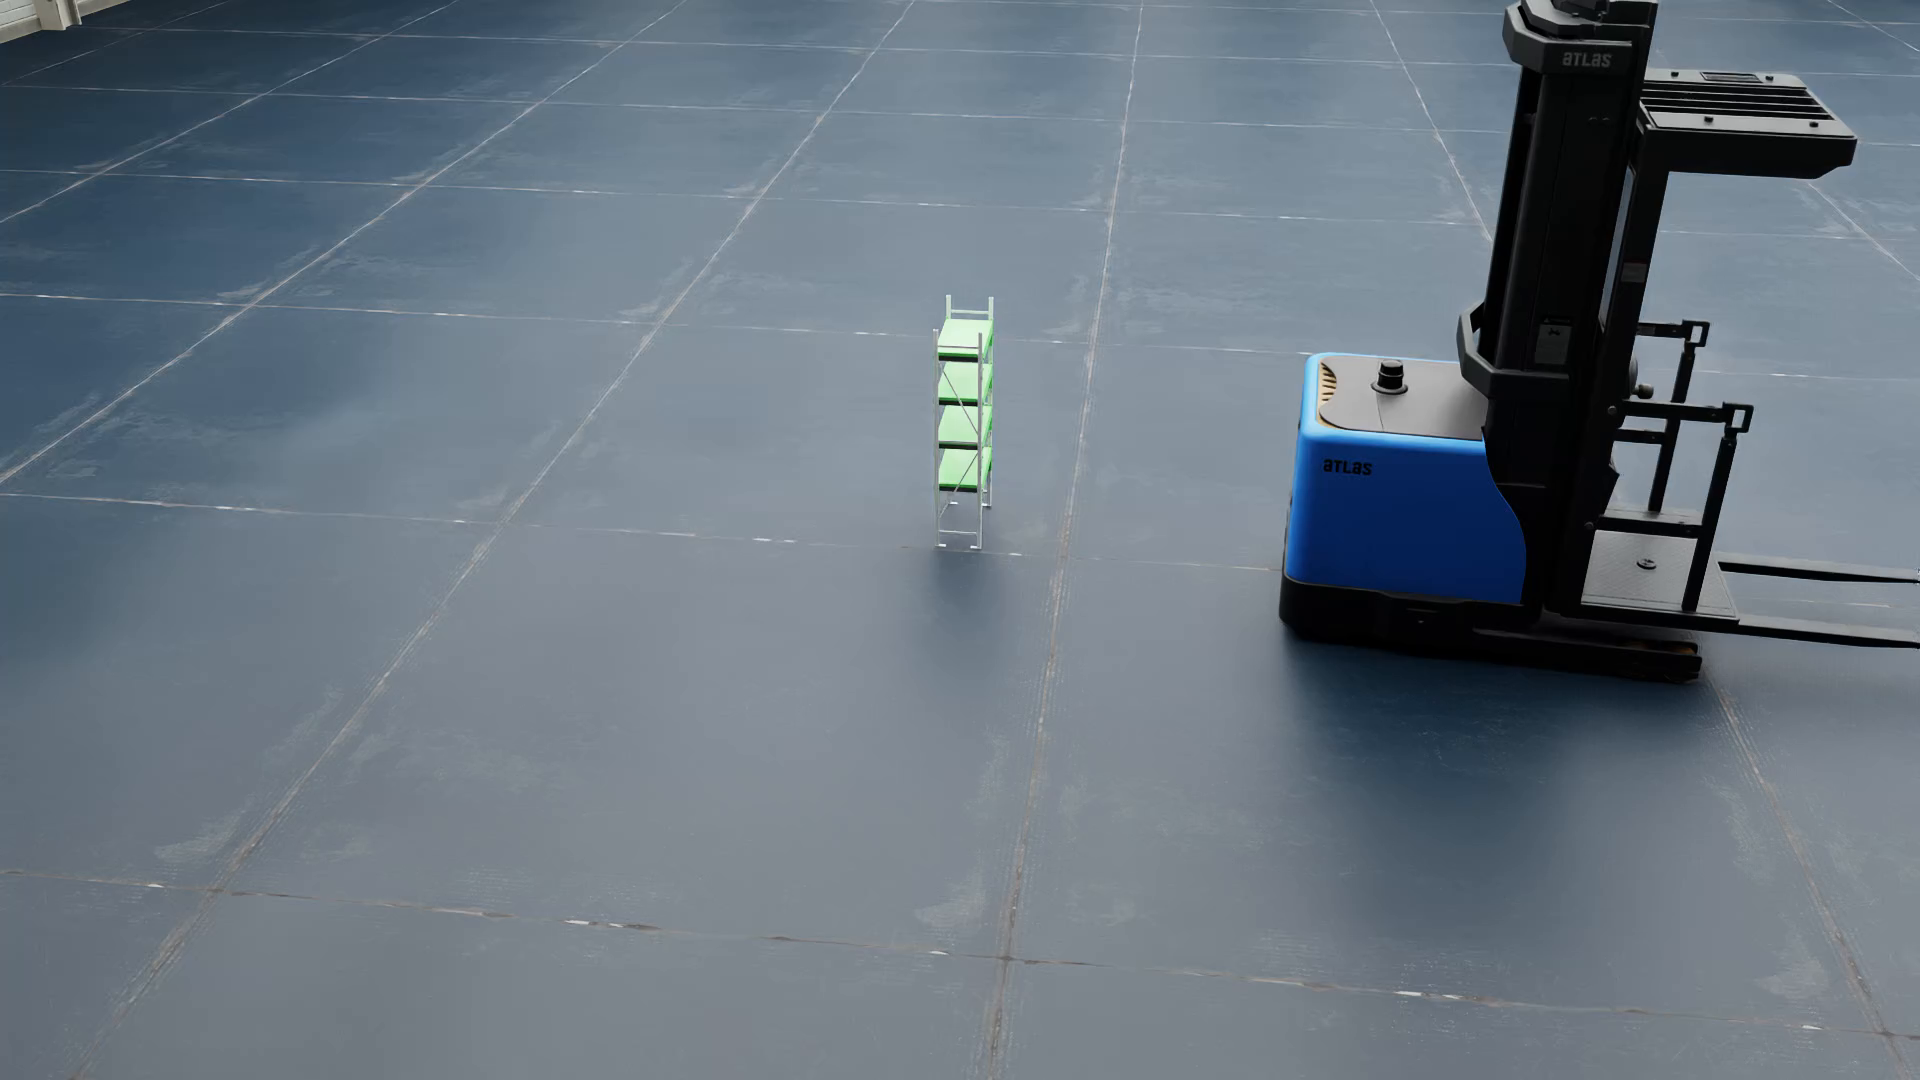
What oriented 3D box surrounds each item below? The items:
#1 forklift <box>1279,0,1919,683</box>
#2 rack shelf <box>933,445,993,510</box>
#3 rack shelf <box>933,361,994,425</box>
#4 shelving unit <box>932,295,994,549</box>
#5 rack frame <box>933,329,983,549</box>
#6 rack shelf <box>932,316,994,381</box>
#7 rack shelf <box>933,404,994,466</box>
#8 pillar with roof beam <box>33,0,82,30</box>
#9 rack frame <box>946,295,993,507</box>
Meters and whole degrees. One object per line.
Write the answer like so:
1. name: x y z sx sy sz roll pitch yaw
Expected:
1. forklift: 3.091 -0.919 7.365 3.031 2.935 1.130 6 29 10
2. rack shelf: 0.020 -0.339 8.754 0.258 0.148 0.480 3 28 6
3. rack shelf: 0.020 -0.761 8.527 0.258 0.148 0.480 3 28 6
4. shelving unit: 0.020 -0.606 8.610 0.258 1.200 0.503 3 28 6
5. rack frame: -0.010 -0.491 8.397 0.240 1.200 0.015 3 28 6
6. rack shelf: 0.020 -0.972 8.413 0.258 0.148 0.480 3 28 6
7. rack shelf: 0.020 -0.550 8.640 0.258 0.148 0.480 3 28 6
8. pillar with roof beam: -6.805 -10.037 17.893 9.100 9.000 0.400 3 28 6
9. rack frame: 0.050 -0.721 8.823 0.240 1.200 0.015 3 28 6
